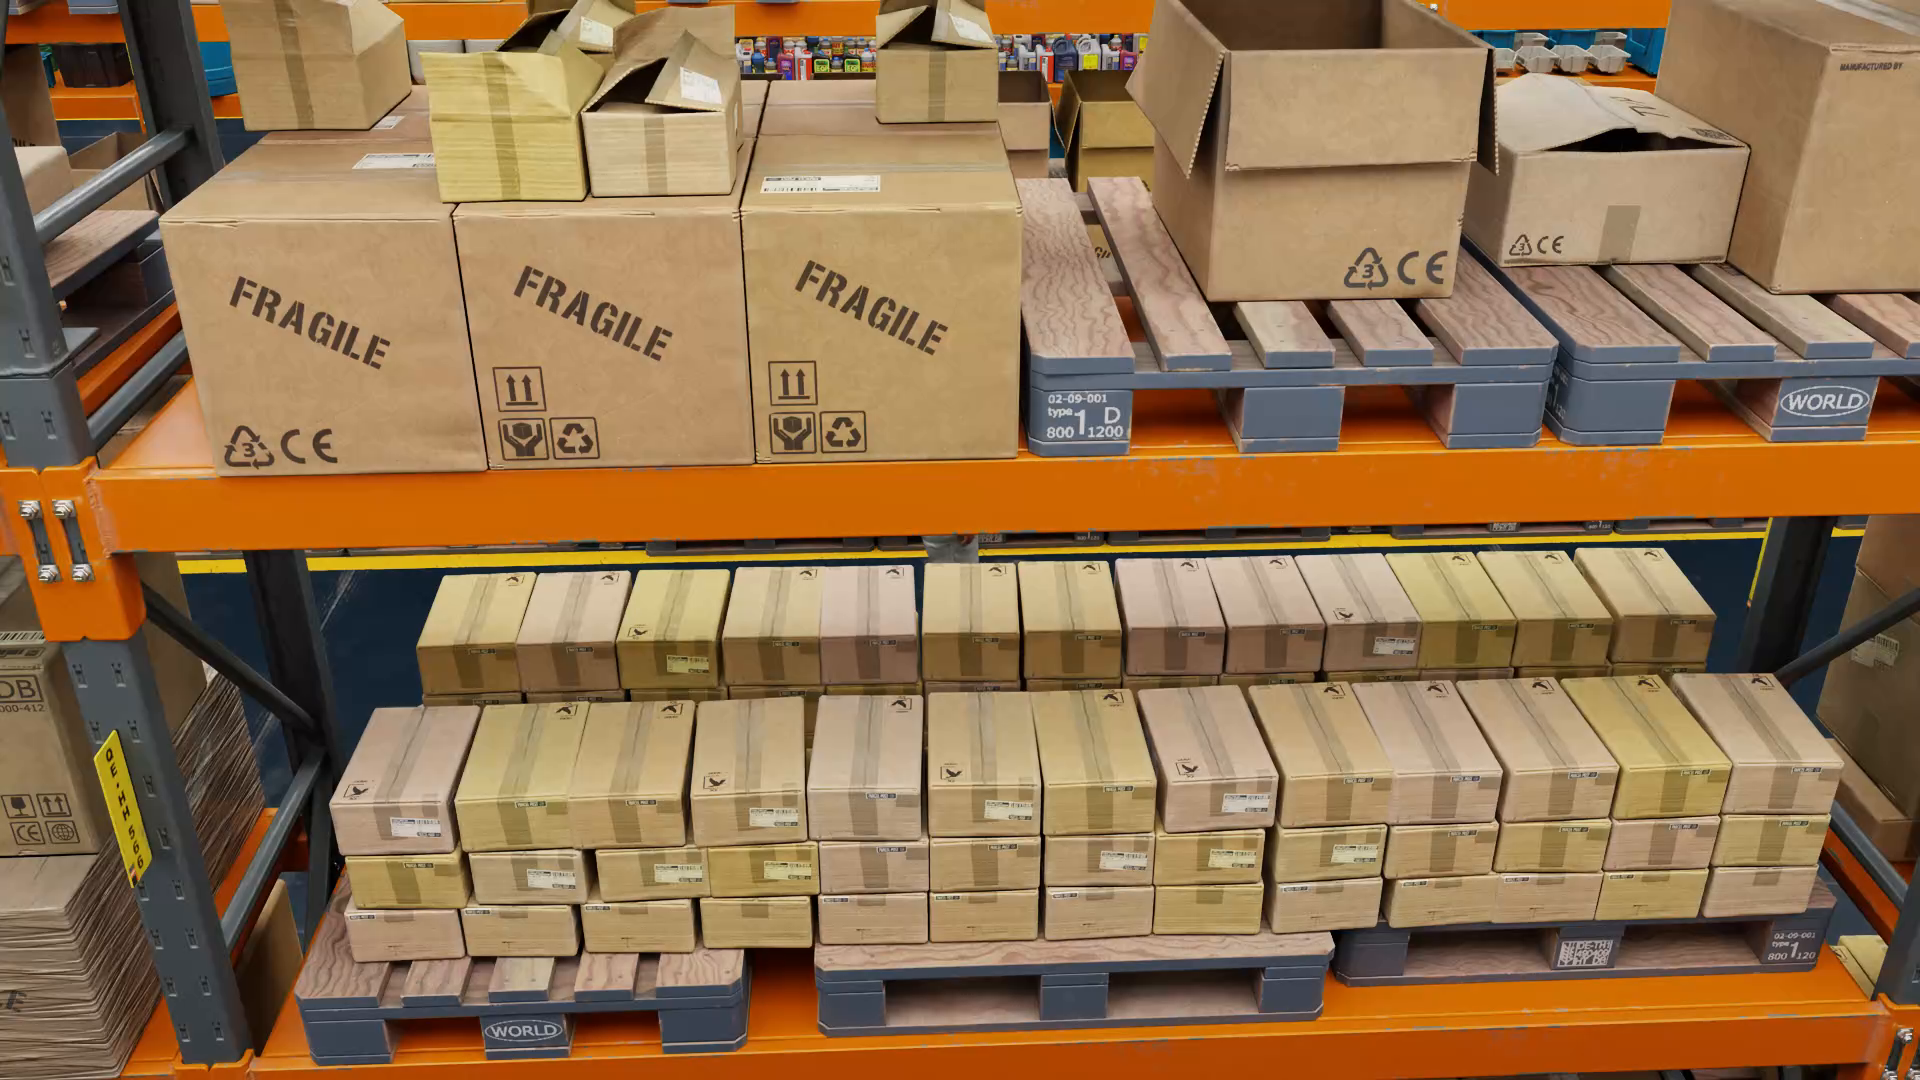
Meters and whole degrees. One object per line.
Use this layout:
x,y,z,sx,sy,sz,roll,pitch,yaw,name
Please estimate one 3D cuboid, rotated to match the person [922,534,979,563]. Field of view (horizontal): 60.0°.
-0.024,-0.185,7.463,0.465,1.667,0.562,-2,28,-5,person
